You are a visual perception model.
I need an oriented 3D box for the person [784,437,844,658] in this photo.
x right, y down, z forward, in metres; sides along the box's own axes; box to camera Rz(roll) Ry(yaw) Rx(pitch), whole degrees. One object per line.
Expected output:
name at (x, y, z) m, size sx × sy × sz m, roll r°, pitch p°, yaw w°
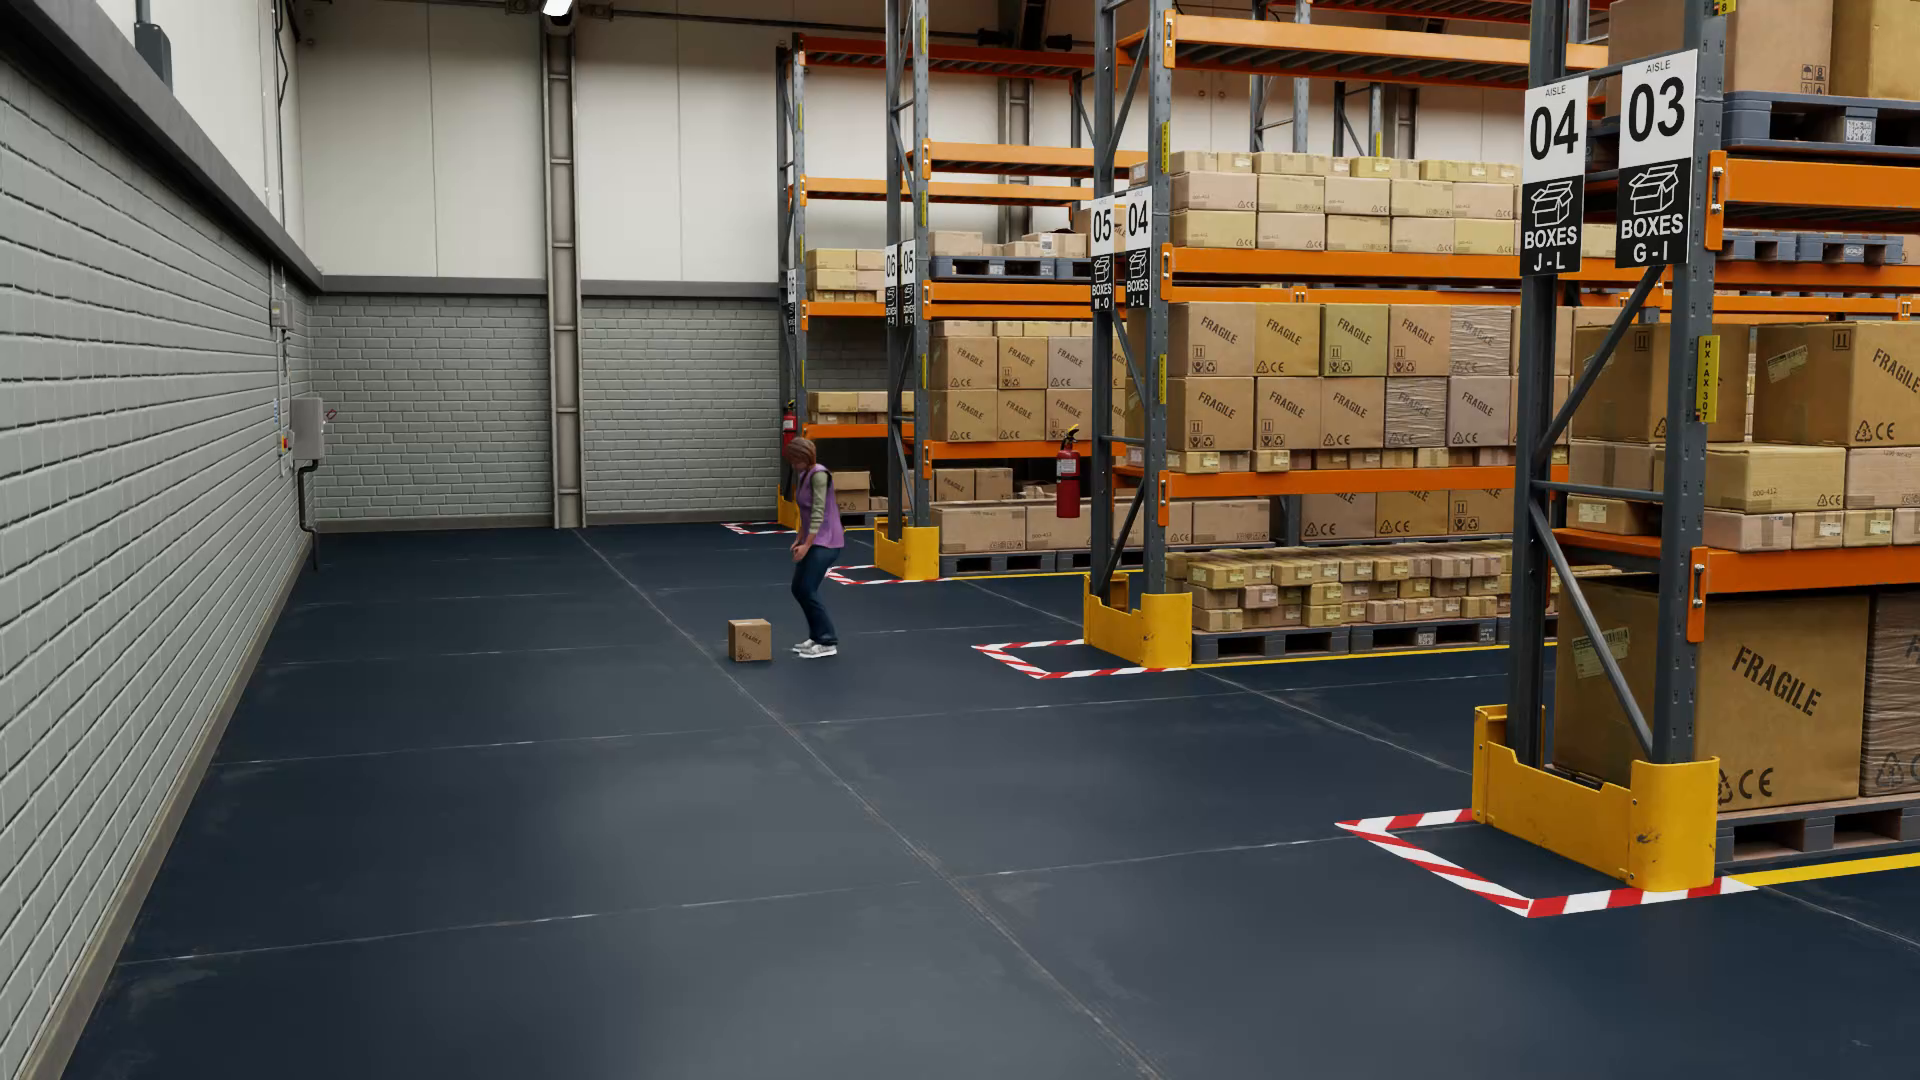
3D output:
person at (-1.016, 0.057, 11.624) m, size 0.418 × 1.523 × 0.433 m, roll -2°, pitch 6°, yaw -17°
